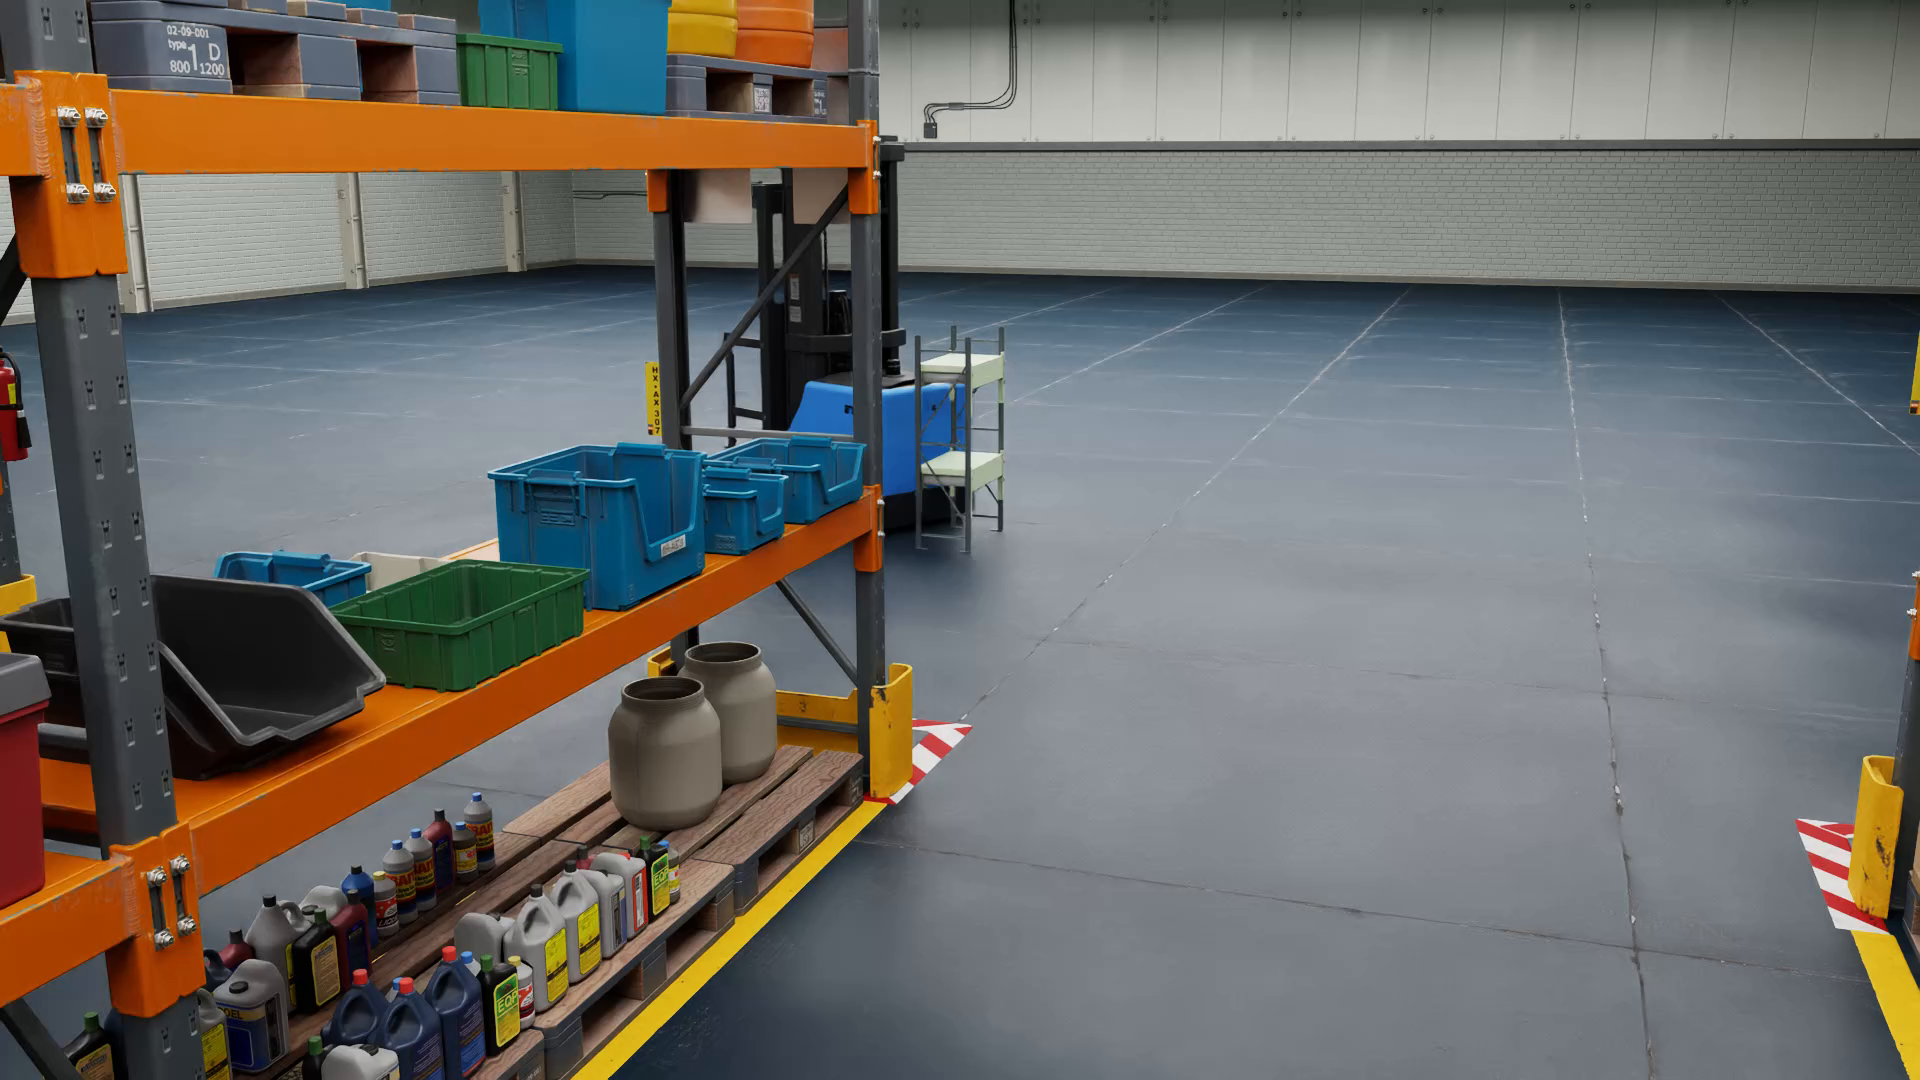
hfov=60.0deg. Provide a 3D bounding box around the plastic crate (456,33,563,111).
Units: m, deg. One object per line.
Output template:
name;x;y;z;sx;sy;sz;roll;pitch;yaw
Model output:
plastic crate;-1.347;-1.277;4.578;0.336;0.188;0.450;4;14;18

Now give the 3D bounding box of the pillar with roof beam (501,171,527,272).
pillar with roof beam;-6.881;-10.724;38.750;9.100;9.000;0.548;4;14;18

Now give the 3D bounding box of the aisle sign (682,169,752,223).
aisle sign;-1.075;-1.751;7.078;0.394;0.787;0.004;4;14;18

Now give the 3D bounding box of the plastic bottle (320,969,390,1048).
plastic bottle;-1.598;1.321;4.424;0.144;0.351;0.185;4;14;18

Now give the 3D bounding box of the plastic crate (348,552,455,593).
plastic crate;-1.830;0.163;5.126;0.530;0.136;0.437;4;14;18

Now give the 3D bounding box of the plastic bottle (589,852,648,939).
plastic bottle;-1.108;1.135;5.406;0.152;0.276;0.135;4;14;19

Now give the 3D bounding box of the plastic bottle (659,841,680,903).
plastic bottle;-1.001;1.120;5.638;0.097;0.201;0.097;0;13;0

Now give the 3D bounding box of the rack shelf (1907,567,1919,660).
rack shelf;3.217;0.682;3.878;1.077;0.370;4.000;4;14;18

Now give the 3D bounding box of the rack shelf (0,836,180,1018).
rack shelf;-2.763;1.166;1.754;1.077;0.370;4.000;4;14;18

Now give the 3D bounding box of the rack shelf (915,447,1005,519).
rack shelf;0.005;-0.414;11.896;0.431;0.370;0.720;4;14;19

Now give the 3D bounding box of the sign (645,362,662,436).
sign;-1.340;-0.623;7.355;0.100;0.325;0.005;4;14;18

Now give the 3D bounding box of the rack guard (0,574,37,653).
rack guard;-5.532;0.430;8.979;1.175;0.500;0.348;4;14;18

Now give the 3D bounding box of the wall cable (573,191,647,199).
wall cable;-8.750;-10.045;42.754;3.097;2.526;0.112;4;14;18

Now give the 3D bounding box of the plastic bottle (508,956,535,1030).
plastic bottle;-1.287;1.307;4.823;0.097;0.201;0.097;0;13;0

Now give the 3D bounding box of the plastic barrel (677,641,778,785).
plastic barrel;-0.962;0.705;6.807;0.421;0.512;0.421;0;13;0

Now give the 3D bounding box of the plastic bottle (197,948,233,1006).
plastic bottle;-2.118;1.275;4.626;0.144;0.351;0.185;4;13;16

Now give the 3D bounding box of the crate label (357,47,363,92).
crate label;-1.739;-1.467;5.269;0.502;0.251;0.408;4;14;18

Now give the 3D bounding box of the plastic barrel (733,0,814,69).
plastic barrel;-0.858;-2.213;6.292;0.600;0.830;0.708;4;14;18

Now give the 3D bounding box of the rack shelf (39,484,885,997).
rack shelf;-1.468;0.324;5.444;1.077;0.370;4.000;4;14;18

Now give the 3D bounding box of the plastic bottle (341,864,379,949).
plastic bottle;-1.912;1.163;5.294;0.097;0.271;0.097;0;13;0

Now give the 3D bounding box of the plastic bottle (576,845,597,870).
plastic bottle;-1.209;1.124;5.439;0.061;0.283;0.133;4;14;18

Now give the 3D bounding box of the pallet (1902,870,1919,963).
pallet;3.657;1.433;5.234;1.003;0.211;1.213;4;14;18

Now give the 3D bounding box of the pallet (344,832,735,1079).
pallet;-1.466;1.358;5.564;1.003;0.211;1.213;4;14;18

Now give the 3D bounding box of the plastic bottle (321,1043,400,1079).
plastic bottle;-1.519;1.402;4.235;0.152;0.276;0.135;5;14;20

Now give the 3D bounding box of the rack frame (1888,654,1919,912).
rack frame;3.864;-0.090;5.643;1.000;3.000;0.127;4;14;18

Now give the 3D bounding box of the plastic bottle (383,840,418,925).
plastic bottle;-1.846;1.120;5.480;0.097;0.271;0.097;0;13;0

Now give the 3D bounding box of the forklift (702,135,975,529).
forklift;-1.253;-1.749;13.062;1.130;2.935;3.031;-12;17;-41

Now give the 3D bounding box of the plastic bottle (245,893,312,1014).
plastic bottle;-2.013;1.207;4.924;0.144;0.351;0.185;4;14;18

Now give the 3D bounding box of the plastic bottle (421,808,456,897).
plastic bottle;-1.793;1.068;5.685;0.061;0.283;0.133;5;14;19

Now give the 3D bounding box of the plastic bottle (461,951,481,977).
plastic bottle;-1.388;1.297;4.709;0.097;0.271;0.097;0;13;0

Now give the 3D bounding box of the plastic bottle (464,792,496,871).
plastic bottle;-1.703;1.027;5.889;0.097;0.271;0.097;0;13;0

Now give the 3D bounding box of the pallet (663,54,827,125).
pallet;-1.181;-1.651;6.163;1.003;0.211;1.213;4;14;18

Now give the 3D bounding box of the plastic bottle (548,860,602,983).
plastic bottle;-1.203;1.163;5.116;0.144;0.351;0.185;5;14;21

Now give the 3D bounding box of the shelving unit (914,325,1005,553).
shelving unit;0.005;-0.732;11.824;0.431;1.500;0.755;4;14;19

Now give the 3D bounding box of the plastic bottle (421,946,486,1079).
plastic bottle;-1.401;1.292;4.552;0.144;0.351;0.185;4;13;16

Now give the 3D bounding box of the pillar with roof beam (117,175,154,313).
pillar with roof beam;-10.763;-8.197;27.680;9.100;9.000;0.400;4;14;18

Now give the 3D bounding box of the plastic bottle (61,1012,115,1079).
plastic bottle;-2.272;1.379;4.320;0.061;0.283;0.133;5;14;21

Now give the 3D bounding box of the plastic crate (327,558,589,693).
plastic crate;-1.409;0.232;4.705;0.450;0.188;0.662;4;14;18

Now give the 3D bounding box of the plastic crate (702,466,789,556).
plastic crate;-0.916;-0.112;6.072;0.499;0.251;0.408;4;14;18

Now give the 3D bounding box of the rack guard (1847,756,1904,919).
rack guard;3.872;1.123;5.943;1.175;0.500;0.348;4;14;18

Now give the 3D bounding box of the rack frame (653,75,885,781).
rack frame;-0.821;-0.448;7.209;1.000;3.000;0.127;4;14;18

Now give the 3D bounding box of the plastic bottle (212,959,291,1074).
plastic bottle;-1.969;1.317;4.611;0.152;0.276;0.135;4;14;18

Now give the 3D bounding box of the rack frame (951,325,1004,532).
rack frame;0.126;-0.809;12.160;0.400;1.500;0.023;4;14;19

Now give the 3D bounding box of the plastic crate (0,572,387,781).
plastic crate;-1.826;0.324;3.968;0.767;0.338;0.504;4;14;18

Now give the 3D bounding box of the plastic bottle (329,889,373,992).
plastic bottle;-1.856;1.213;5.048;0.061;0.283;0.133;4;14;18
